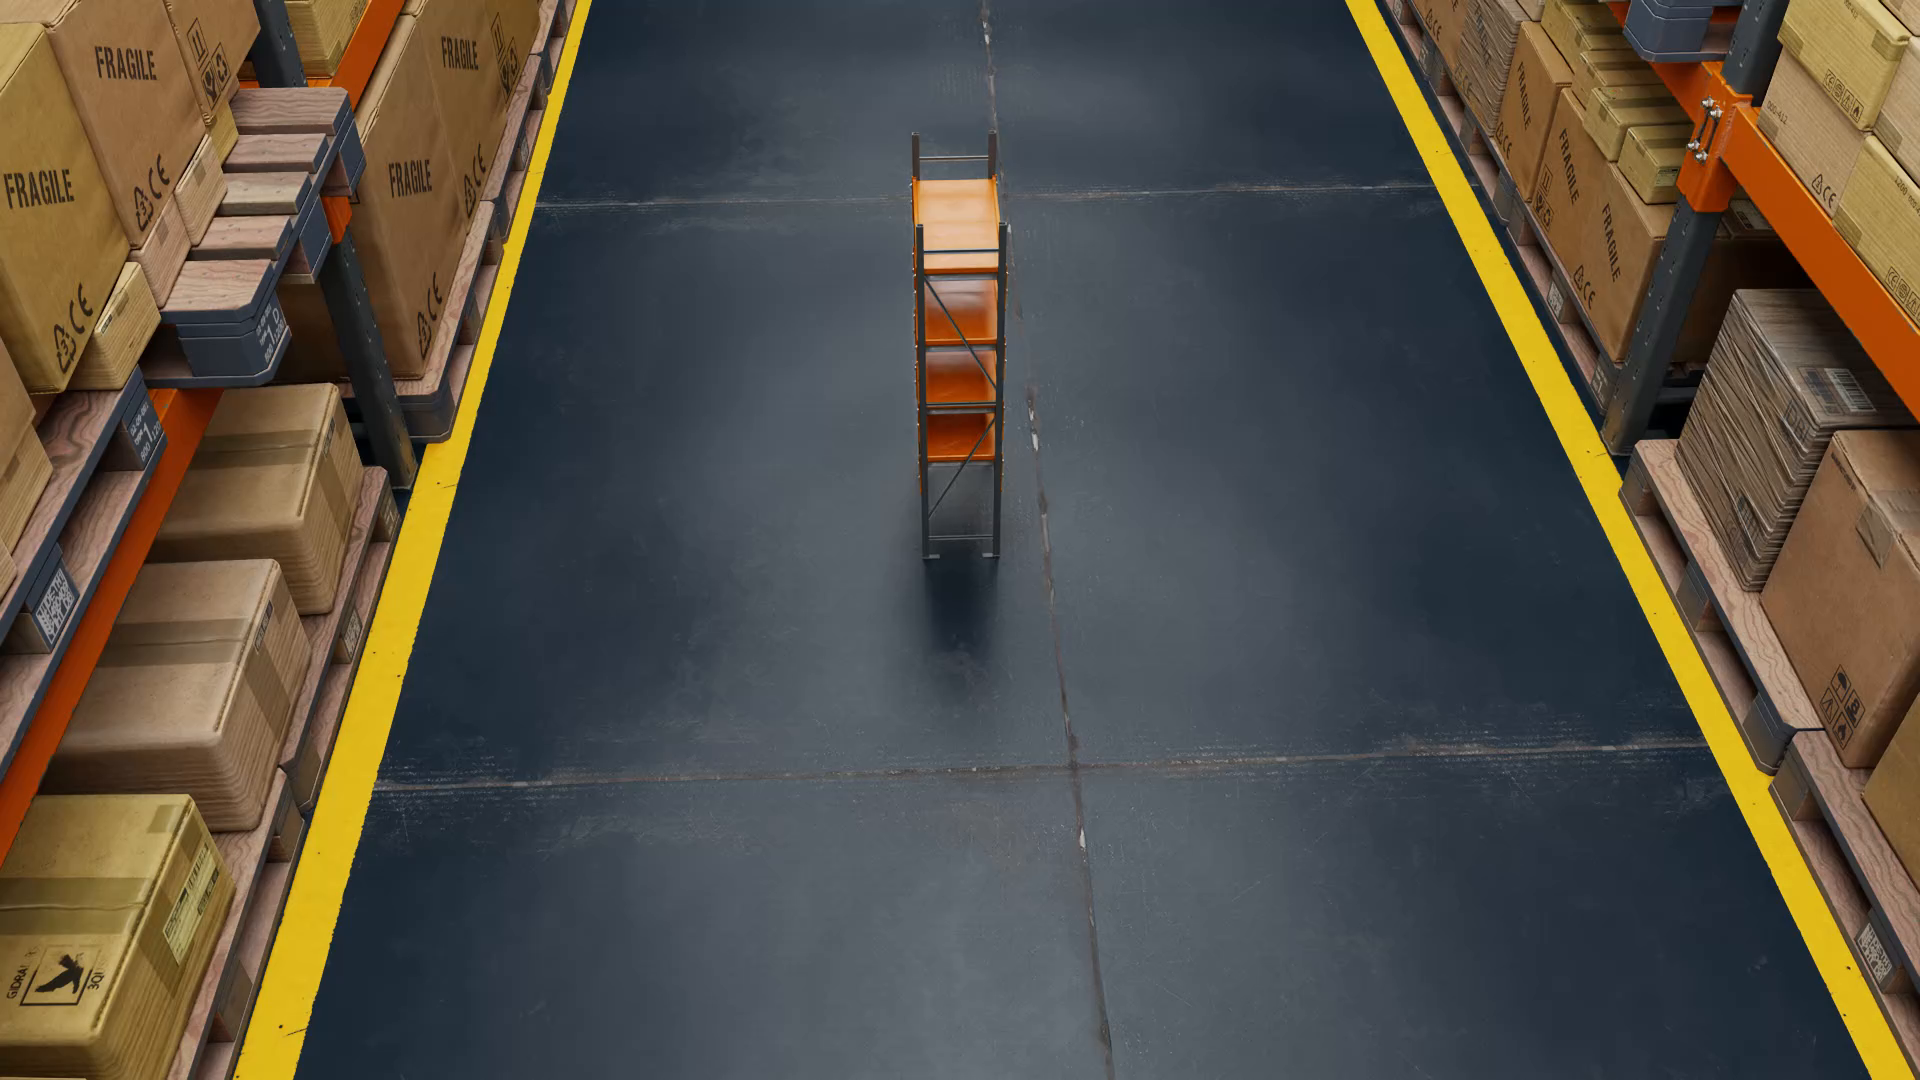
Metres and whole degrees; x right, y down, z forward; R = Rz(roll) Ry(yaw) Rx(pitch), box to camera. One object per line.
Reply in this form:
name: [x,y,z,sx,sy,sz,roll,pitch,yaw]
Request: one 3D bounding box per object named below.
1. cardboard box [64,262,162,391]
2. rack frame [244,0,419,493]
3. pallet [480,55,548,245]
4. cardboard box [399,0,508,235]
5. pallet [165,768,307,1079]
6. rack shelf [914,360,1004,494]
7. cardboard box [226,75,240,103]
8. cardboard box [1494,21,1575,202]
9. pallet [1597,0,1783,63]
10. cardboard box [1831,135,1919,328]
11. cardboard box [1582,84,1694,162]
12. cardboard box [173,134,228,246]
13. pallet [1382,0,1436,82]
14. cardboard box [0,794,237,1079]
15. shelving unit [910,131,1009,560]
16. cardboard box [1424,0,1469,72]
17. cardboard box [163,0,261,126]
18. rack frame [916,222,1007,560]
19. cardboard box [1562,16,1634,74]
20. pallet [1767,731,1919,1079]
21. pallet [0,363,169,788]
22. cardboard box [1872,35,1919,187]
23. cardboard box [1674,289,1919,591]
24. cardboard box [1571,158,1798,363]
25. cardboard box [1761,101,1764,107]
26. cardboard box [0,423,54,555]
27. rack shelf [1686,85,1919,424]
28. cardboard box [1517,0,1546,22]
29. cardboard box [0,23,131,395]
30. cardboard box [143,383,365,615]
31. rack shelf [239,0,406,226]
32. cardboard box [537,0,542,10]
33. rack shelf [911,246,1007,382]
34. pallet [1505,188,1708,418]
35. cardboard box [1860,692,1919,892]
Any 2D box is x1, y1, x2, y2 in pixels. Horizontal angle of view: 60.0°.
cardboard box: [-1.874,-0.434,3.379,0.380,0.149,0.250,-1,43,-1]
rack frame: [-2.291,-1.290,4.437,1.000,3.000,0.127,-2,43,-2]
pallet: [-2.298,-1.618,6.859,1.003,0.211,1.213,-2,43,-2]
cardboard box: [-2.271,-1.732,6.181,0.875,0.875,0.875,-1,43,-1]
pallet: [-2.210,1.088,3.907,1.003,0.211,1.213,-2,43,-2]
rack shelf: [-0.007,-0.358,5.146,0.258,0.148,0.480,-2,43,-2]
cardboard box: [-2.042,-1.137,4.146,0.380,0.149,0.250,0,43,0]
cardboard box: [2.400,-1.639,6.357,0.500,0.500,0.500,0,43,0]
pallet: [2.569,-1.819,5.157,1.213,0.211,1.003,-2,43,-2]
cardboard box: [2.459,-0.733,3.941,0.500,0.250,0.500,-2,43,-3]
cardboard box: [2.352,-1.416,5.635,0.380,0.149,0.250,-4,43,-4]
cardboard box: [-1.903,-0.789,3.767,0.380,0.149,0.250,-2,43,-2]
pallet: [2.571,-2.559,7.885,1.003,0.211,1.213,-2,43,-2]
cardboard box: [-2.211,0.916,3.665,0.950,0.372,0.625,0,43,0]
shelving unit: [-0.007,-0.554,4.967,0.258,1.200,0.503,-2,43,-2]
cardboard box: [2.343,-2.339,7.121,0.500,0.500,0.500,-3,43,-3]
cardboard box: [-1.994,-1.292,3.835,0.500,0.500,0.500,-3,43,-3]
rack frame: [0.003,-0.389,4.787,0.240,1.200,0.015,-2,43,-2]
cardboard box: [2.419,-1.775,6.026,0.380,0.149,0.250,0,43,-1]
pallet: [2.713,0.972,4.033,1.003,0.211,1.213,-2,43,-2]
pallet: [-2.166,0.116,3.045,1.003,0.211,1.213,-2,43,-2]
cardboard box: [2.463,-0.919,3.774,0.500,0.250,0.500,0,43,0]
cardboard box: [2.681,-0.292,4.796,0.875,0.625,0.625,0,43,0]
cardboard box: [2.436,-0.947,5.602,0.500,0.500,0.500,-1,43,-1]
cardboard box: [2.973,-1.448,5.669,0.380,0.149,0.250,0,43,0]
cardboard box: [-1.897,-0.093,3.007,0.380,0.149,0.250,-3,43,-3]
rack shelf: [2.753,0.181,3.365,1.077,0.370,4.000,-2,43,-2]
cardboard box: [2.366,-2.129,6.412,0.380,0.149,0.250,-4,43,-4]
cardboard box: [-1.938,-0.603,3.082,0.500,0.500,0.500,-4,43,-5]
cardboard box: [-2.277,-0.094,4.766,0.950,0.372,0.625,-4,43,-5]
rack shelf: [-2.376,-2.375,6.153,1.077,0.370,4.000,-2,43,-2]
cardboard box: [-2.354,-2.945,7.505,0.875,0.875,0.875,0,43,0]
rack shelf: [-0.007,-0.669,4.861,0.258,0.148,0.480,-2,43,-2]
pallet: [2.674,-0.912,6.088,1.003,0.211,1.213,-2,43,-2]
cardboard box: [2.745,0.603,3.819,0.875,0.625,0.625,-3,43,-4]
